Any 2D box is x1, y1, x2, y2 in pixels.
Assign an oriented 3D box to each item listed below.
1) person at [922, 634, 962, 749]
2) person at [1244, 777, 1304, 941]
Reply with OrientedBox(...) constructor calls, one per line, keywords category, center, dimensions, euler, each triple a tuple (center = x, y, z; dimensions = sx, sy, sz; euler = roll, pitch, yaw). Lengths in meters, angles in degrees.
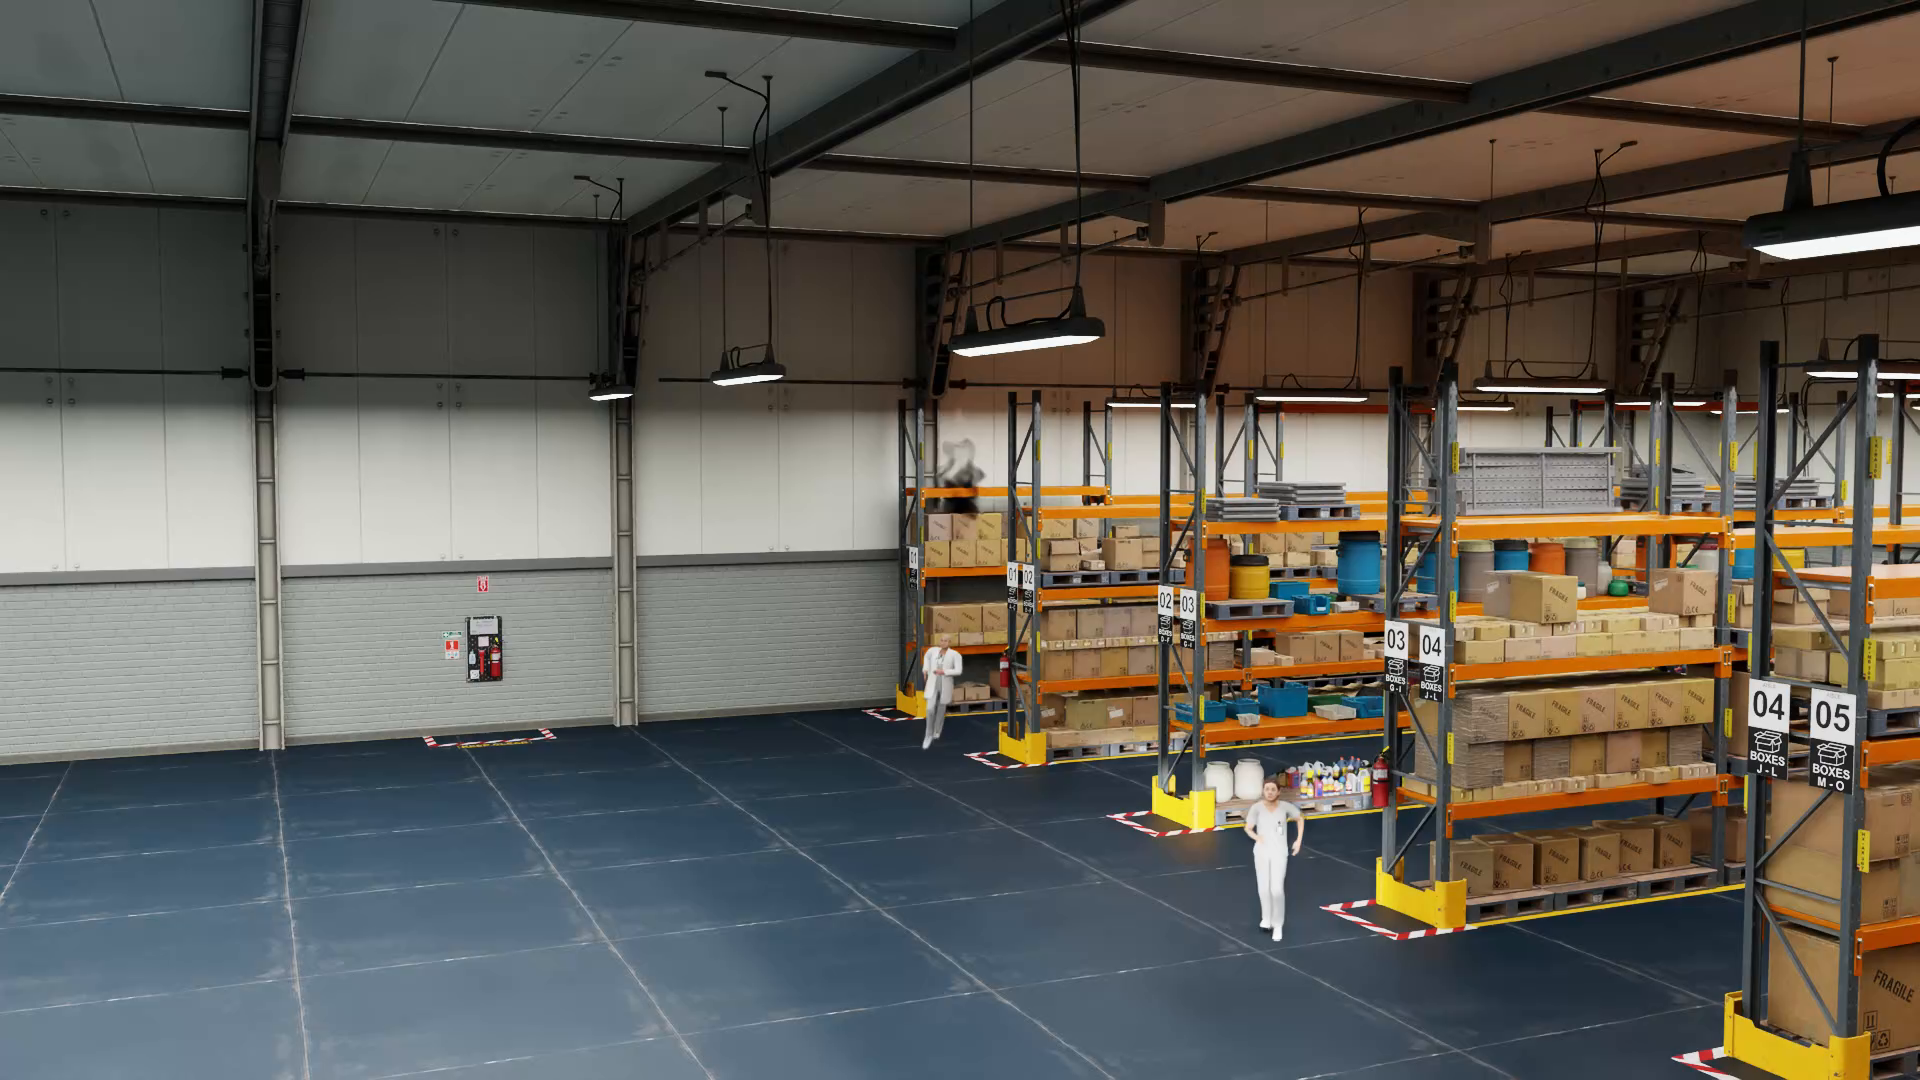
OrientedBox(category="person", center=(-0.280, 2.444, 27.060), dimensions=(0.681, 1.868, 0.728), euler=(1, 3, 9))
OrientedBox(category="person", center=(3.269, 3.331, 17.365), dimensions=(0.583, 1.721, 0.722), euler=(1, 4, 18))
